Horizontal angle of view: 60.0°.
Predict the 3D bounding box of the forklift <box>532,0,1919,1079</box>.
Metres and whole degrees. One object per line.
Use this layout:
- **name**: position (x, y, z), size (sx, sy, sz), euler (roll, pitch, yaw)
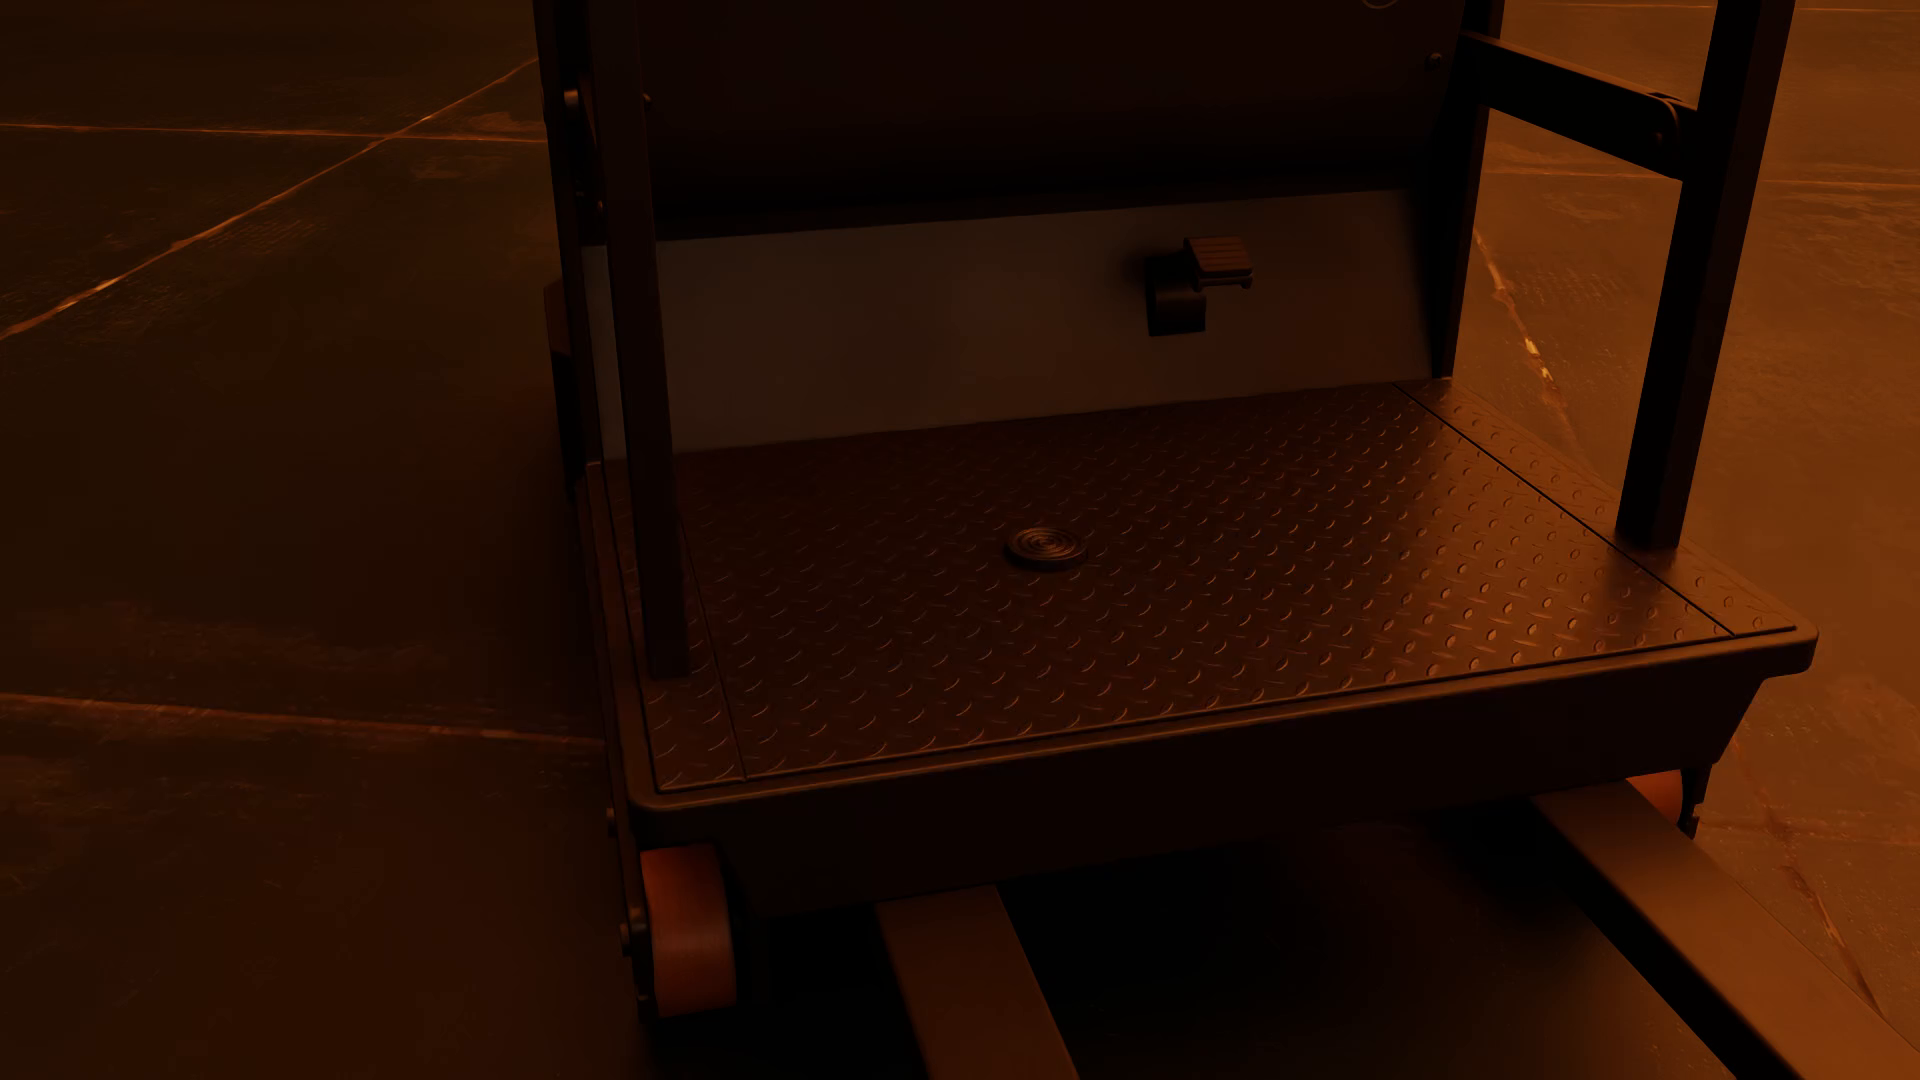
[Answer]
- **forklift**: position (0.153, -1.049, 1.319), size (1.130, 2.935, 3.031), euler (-7, 27, -13)
